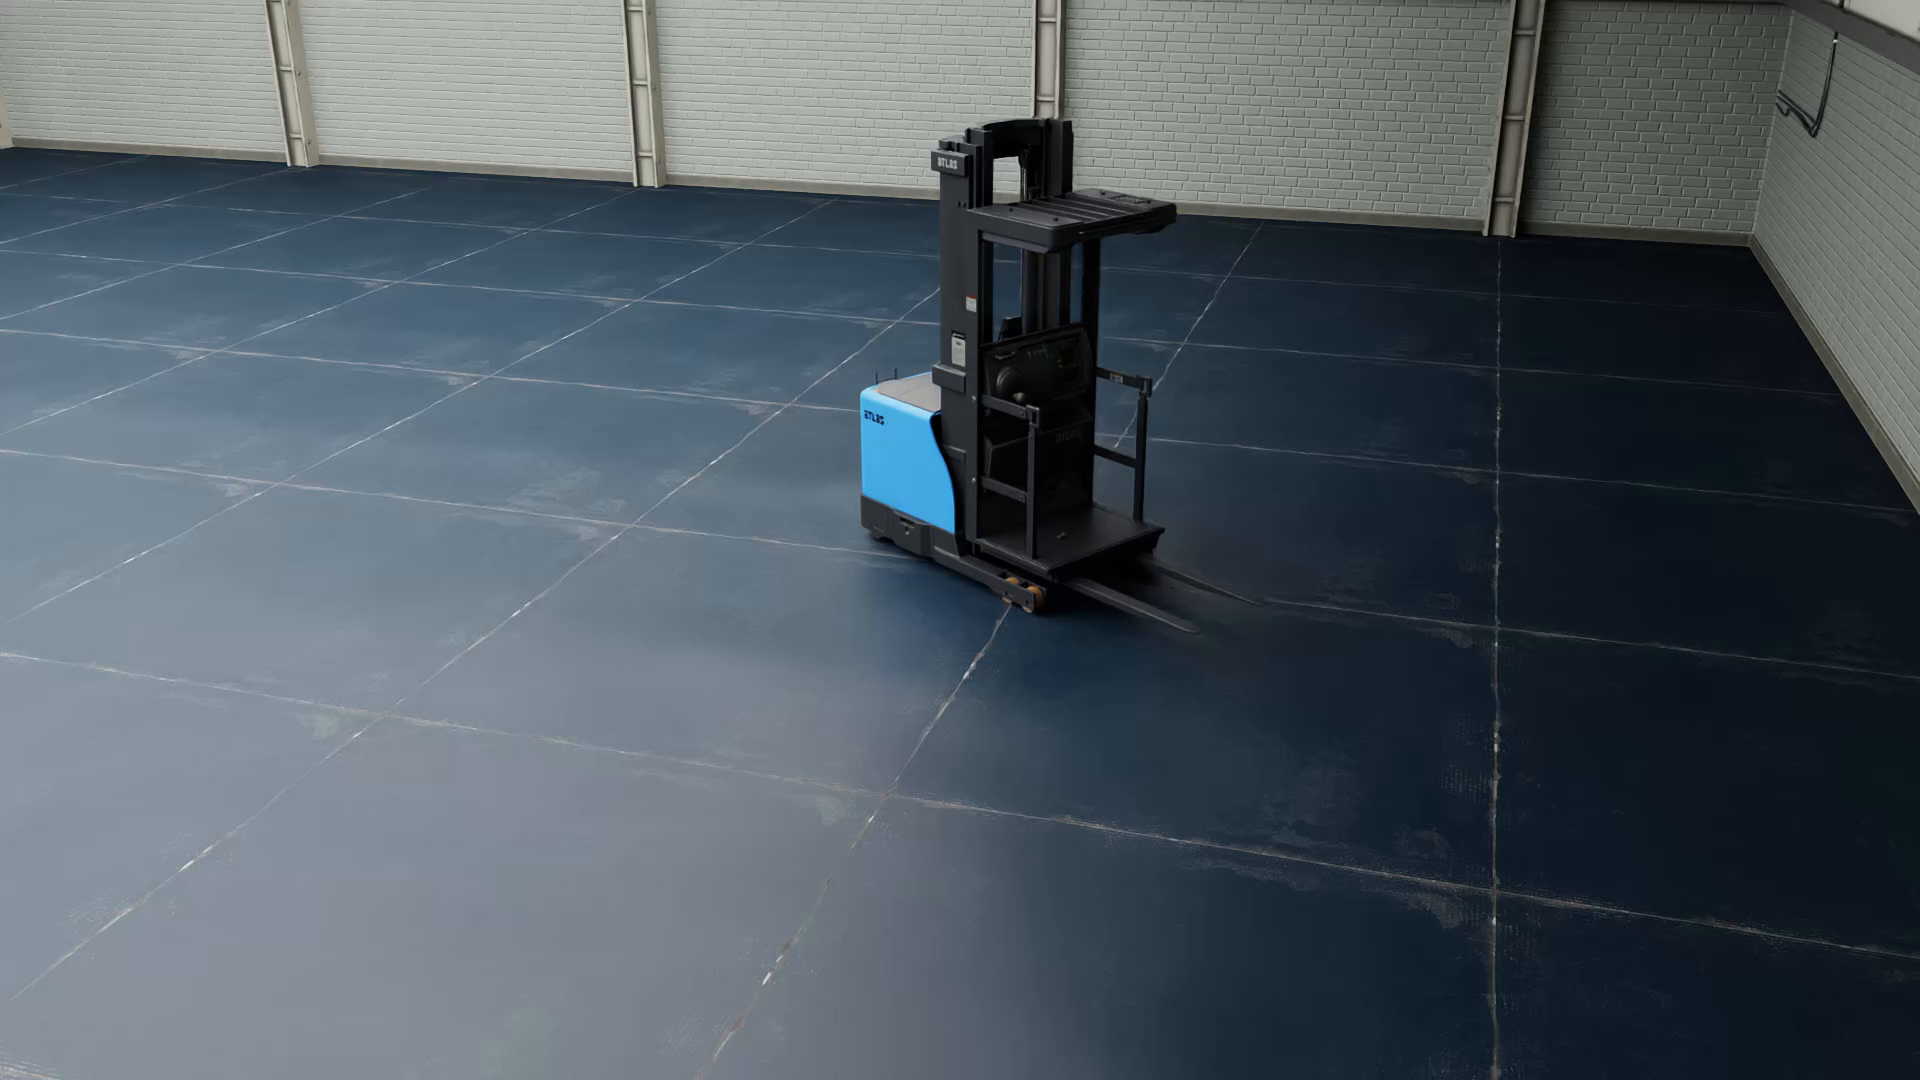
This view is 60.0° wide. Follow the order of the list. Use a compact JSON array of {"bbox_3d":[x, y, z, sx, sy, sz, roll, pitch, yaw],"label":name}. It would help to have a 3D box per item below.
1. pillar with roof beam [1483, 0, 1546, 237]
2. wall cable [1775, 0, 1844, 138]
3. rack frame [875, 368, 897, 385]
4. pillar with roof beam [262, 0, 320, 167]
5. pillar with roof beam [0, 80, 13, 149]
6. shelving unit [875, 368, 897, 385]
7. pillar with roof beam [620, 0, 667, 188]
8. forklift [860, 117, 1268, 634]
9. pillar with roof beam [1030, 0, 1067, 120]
[{"bbox_3d":[5.677,-6.524,15.818,0.400,9.000,9.100,7,23,16],"label":"pillar with roof beam"},{"bbox_3d":[9.359,-5.848,18.261,0.112,2.526,3.097,7,23,16],"label":"wall cable"},{"bbox_3d":[-0.534,-0.739,12.188,0.200,1.050,0.008,-19,29,-38],"label":"rack frame"},{"bbox_3d":[-11.555,-8.497,20.628,0.400,9.000,9.100,7,23,16],"label":"pillar with roof beam"},{"bbox_3d":[-17.299,-9.155,22.232,0.400,9.000,9.100,7,23,16],"label":"pillar with roof beam"},{"bbox_3d":[-0.453,-0.704,12.103,0.215,1.050,0.252,-19,29,-38],"label":"shelving unit"},{"bbox_3d":[-5.811,-7.840,19.025,0.400,9.000,9.100,7,23,16],"label":"pillar with roof beam"},{"bbox_3d":[0.646,-1.110,10.614,1.130,2.935,3.031,-19,29,-38],"label":"forklift"},{"bbox_3d":[-0.067,-7.182,17.421,0.400,9.000,9.100,7,23,16],"label":"pillar with roof beam"}]
